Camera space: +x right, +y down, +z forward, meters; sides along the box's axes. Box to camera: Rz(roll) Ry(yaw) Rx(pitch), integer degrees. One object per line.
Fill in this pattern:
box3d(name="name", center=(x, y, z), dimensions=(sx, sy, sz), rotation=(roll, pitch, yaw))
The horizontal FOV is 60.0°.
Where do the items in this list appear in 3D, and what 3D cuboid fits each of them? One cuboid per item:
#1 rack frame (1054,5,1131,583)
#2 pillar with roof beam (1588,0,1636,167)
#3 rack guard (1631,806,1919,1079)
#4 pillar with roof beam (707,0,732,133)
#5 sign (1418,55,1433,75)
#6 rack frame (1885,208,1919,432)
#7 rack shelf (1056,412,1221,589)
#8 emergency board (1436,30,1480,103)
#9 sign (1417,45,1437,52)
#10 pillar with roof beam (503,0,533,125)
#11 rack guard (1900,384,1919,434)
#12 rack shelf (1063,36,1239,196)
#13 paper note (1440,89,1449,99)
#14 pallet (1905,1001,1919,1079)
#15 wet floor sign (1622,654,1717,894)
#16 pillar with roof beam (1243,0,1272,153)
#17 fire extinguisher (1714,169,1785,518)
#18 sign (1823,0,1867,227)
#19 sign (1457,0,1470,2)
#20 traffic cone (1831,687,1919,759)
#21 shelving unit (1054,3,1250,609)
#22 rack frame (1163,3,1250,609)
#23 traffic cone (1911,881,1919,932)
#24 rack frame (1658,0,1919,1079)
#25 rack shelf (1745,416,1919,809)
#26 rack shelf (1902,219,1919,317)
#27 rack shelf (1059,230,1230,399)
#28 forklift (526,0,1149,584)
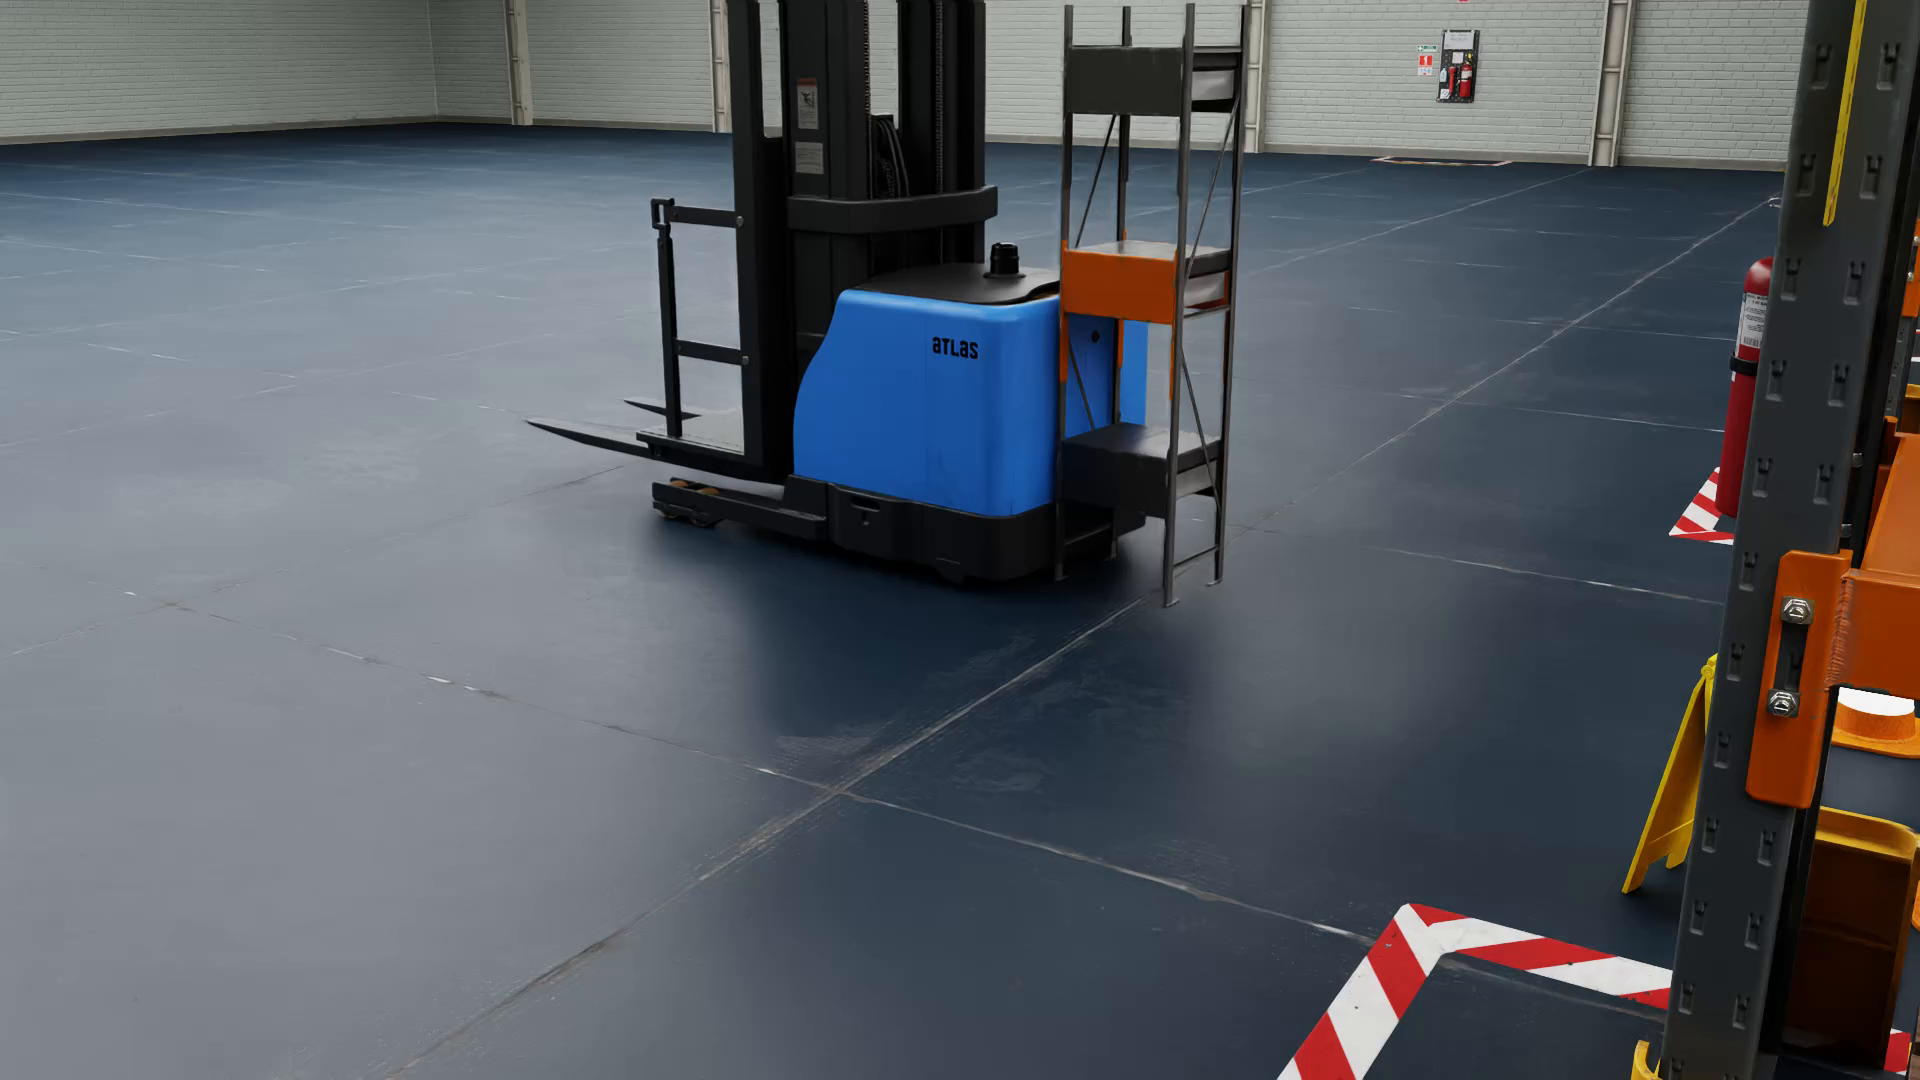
box3d(name="rack frame", center=(0.491, -0.889, 6.194), dimensions=(0.015, 2.100, 0.400), rotation=(13, 21, 37))
box3d(name="pillar with roof beam", center=(8.038, -9.239, 21.814), dimensions=(0.400, 9.000, 9.100), rotation=(10, 20, 30))
box3d(name="rack guard", center=(1.456, 0.928, 2.966), dimensions=(0.348, 0.500, 1.175), rotation=(10, 20, 30))
box3d(name="pillar with roof beam", center=(-7.300, -11.977, 30.828), dimensions=(0.400, 9.000, 9.100), rotation=(10, 20, 30))
box3d(name="sign", center=(7.788, -7.947, 27.820), dimensions=(0.234, 0.329, 0.001), rotation=(10, 20, 30))
box3d(name="rack frame", center=(3.896, -1.521, 6.728), dimensions=(0.127, 3.000, 1.000), rotation=(10, 20, 30))
box3d(name="rack shelf", center=(0.681, -0.161, 6.256), dimensions=(0.480, 0.518, 0.431), rotation=(13, 21, 37))
box3d(name="emergency board", center=(8.205, -7.820, 27.465), dimensions=(0.643, 1.169, 0.194), rotation=(10, 20, 30))
box3d(name="sign", center=(7.787, -8.197, 27.734), dimensions=(0.331, 0.109, 0.001), rotation=(10, 20, 30))
box3d(name="pillar with roof beam", center=(-12.413, -12.890, 33.832), dimensions=(0.400, 9.000, 9.100), rotation=(10, 20, 30))
box3d(name="rack guard", center=(3.875, -0.329, 7.103), dimensions=(0.348, 0.500, 1.175), rotation=(10, 20, 30))
box3d(name="rack shelf", center=(0.681, -1.501, 5.849), dimensions=(0.480, 0.518, 0.431), rotation=(13, 21, 37))
box3d(name="paper note", center=(8.090, -7.443, 27.738), dimensions=(0.142, 0.148, 0.016), rotation=(10, 20, 30))
box3d(name="pallet", center=(2.130, 1.198, 2.573), dimensions=(1.213, 0.211, 1.003), rotation=(10, 20, 30))
box3d(name="wet floor sign", center=(1.789, 0.553, 3.951), dimensions=(0.267, 0.644, 0.232), rotation=(-13, 21, -37))
box3d(name="pillar with roof beam", center=(2.925, -10.152, 24.819), dimensions=(0.400, 9.000, 9.100), rotation=(10, 20, 30))
box3d(name="fire extinguisher", center=(1.535, -0.374, 3.085), dimensions=(0.183, 0.674, 0.296), rotation=(10, 20, 30))
box3d(name="sign", center=(1.107, -0.559, 2.073), dimensions=(0.005, 0.325, 0.100), rotation=(10, 20, 30))
box3d(name="sign", center=(8.250, -8.955, 27.213), dimensions=(0.199, 0.298, 0.001), rotation=(10, 20, 30))
box3d(name="traffic cone", center=(2.724, 0.353, 4.921), dimensions=(0.334, 0.463, 0.336), rotation=(10, 20, 30))
box3d(name="shelving unit", center=(0.681, -0.844, 6.048), dimensions=(0.503, 2.100, 0.431), rotation=(13, 21, 37))
box3d(name="rack frame", center=(0.872, -0.800, 5.903), dimensions=(0.015, 2.100, 0.400), rotation=(13, 21, 37))
box3d(name="traffic cone", center=(2.433, 0.680, 3.846), dimensions=(0.334, 0.463, 0.336), rotation=(10, 20, 30))
box3d(name="rack frame", center=(1.391, -0.280, 2.641), dimensions=(0.127, 3.000, 1.000), rotation=(10, 20, 30))
box3d(name="rack shelf", center=(3.095, 0.369, 1.744), dimensions=(4.000, 0.370, 1.077), rotation=(10, 20, 30))
box3d(name="rack shelf", center=(5.600, -0.873, 5.831), dimensions=(4.000, 0.370, 1.077), rotation=(10, 20, 30))
box3d(name="rack shelf", center=(0.681, -0.831, 6.052), dimensions=(0.480, 0.518, 0.431), rotation=(13, 21, 37))
box3d(name="forklift", center=(-0.701, -1.565, 6.991), dimensions=(3.031, 2.935, 1.130), rotation=(13, 21, 37))
